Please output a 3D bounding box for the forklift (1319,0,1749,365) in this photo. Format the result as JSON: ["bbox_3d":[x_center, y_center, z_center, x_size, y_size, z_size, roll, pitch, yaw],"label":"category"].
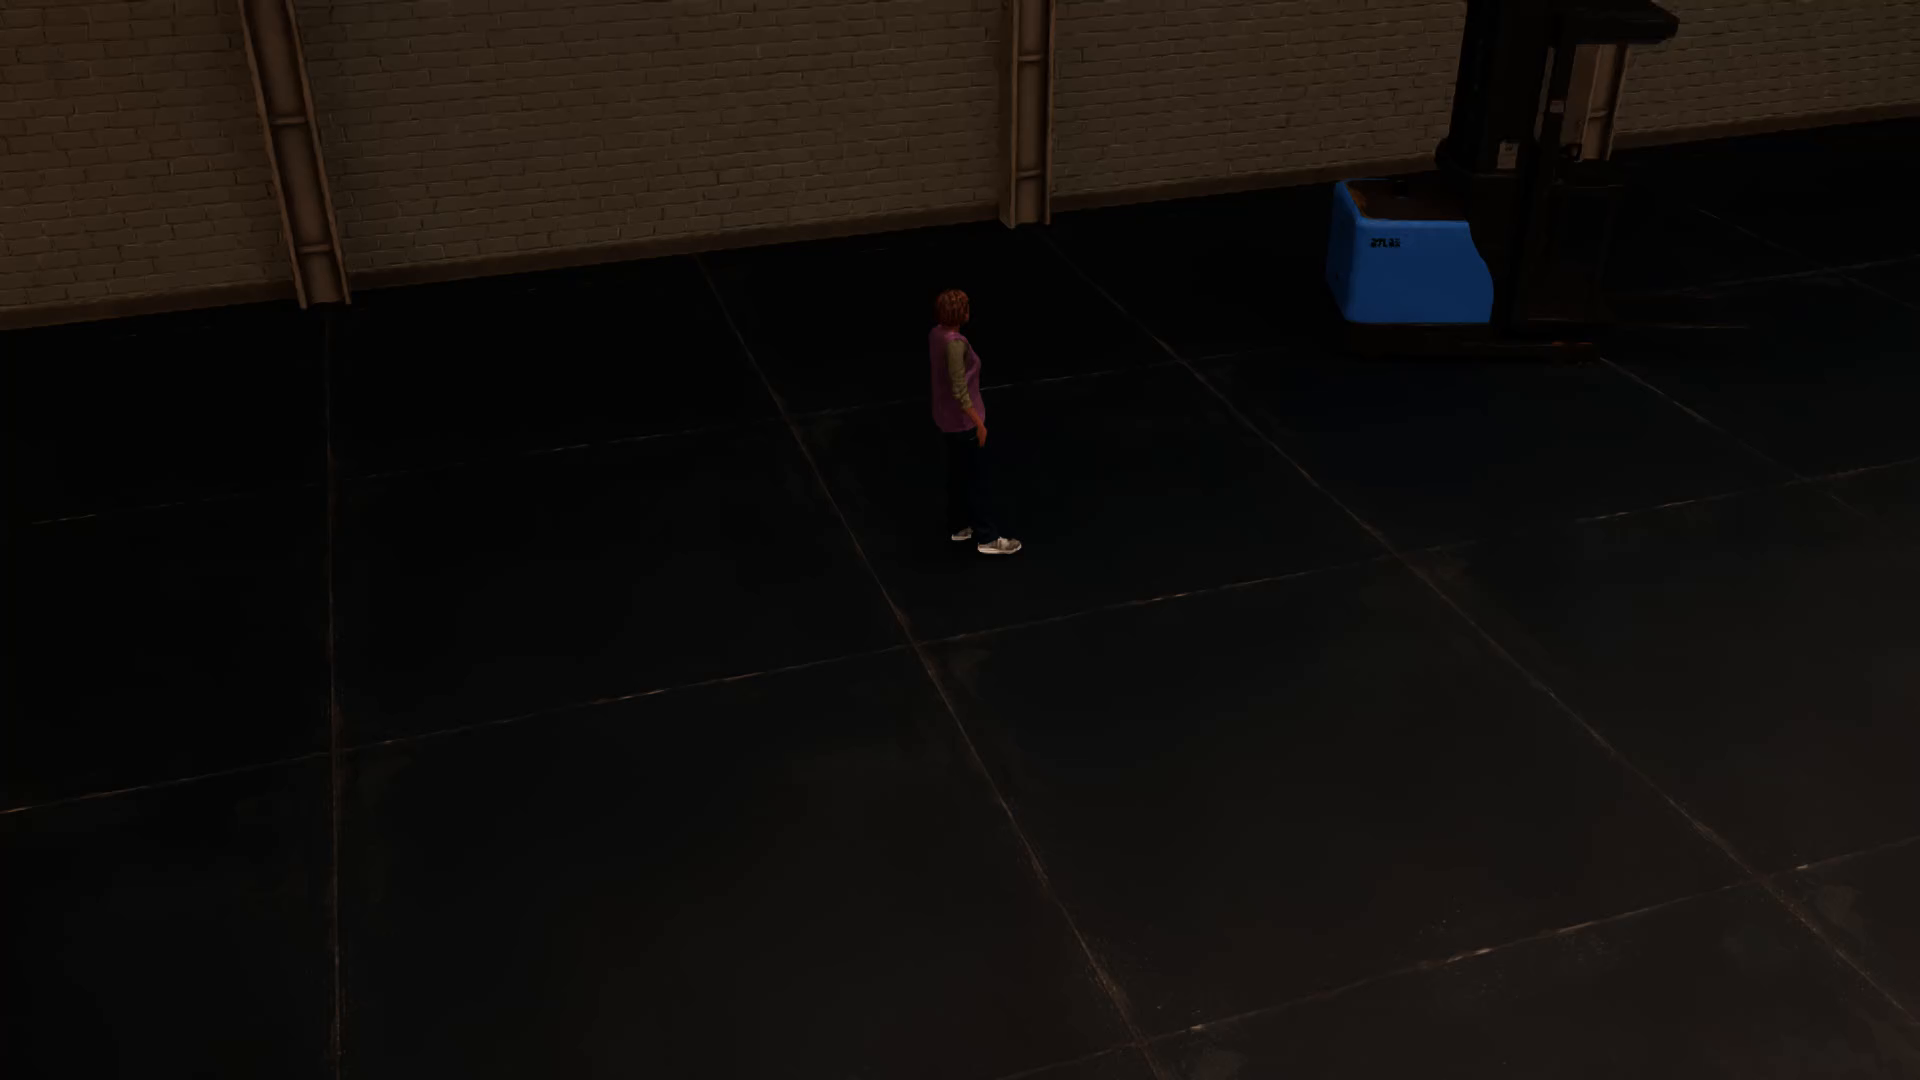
[{"bbox_3d":[4.337,-2.835,12.014,3.031,2.935,1.130,1,30,1],"label":"forklift"}]

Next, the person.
[{"bbox_3d":[0.075,-0.703,9.633,0.474,1.597,0.520,-10,31,-16],"label":"person"}]
